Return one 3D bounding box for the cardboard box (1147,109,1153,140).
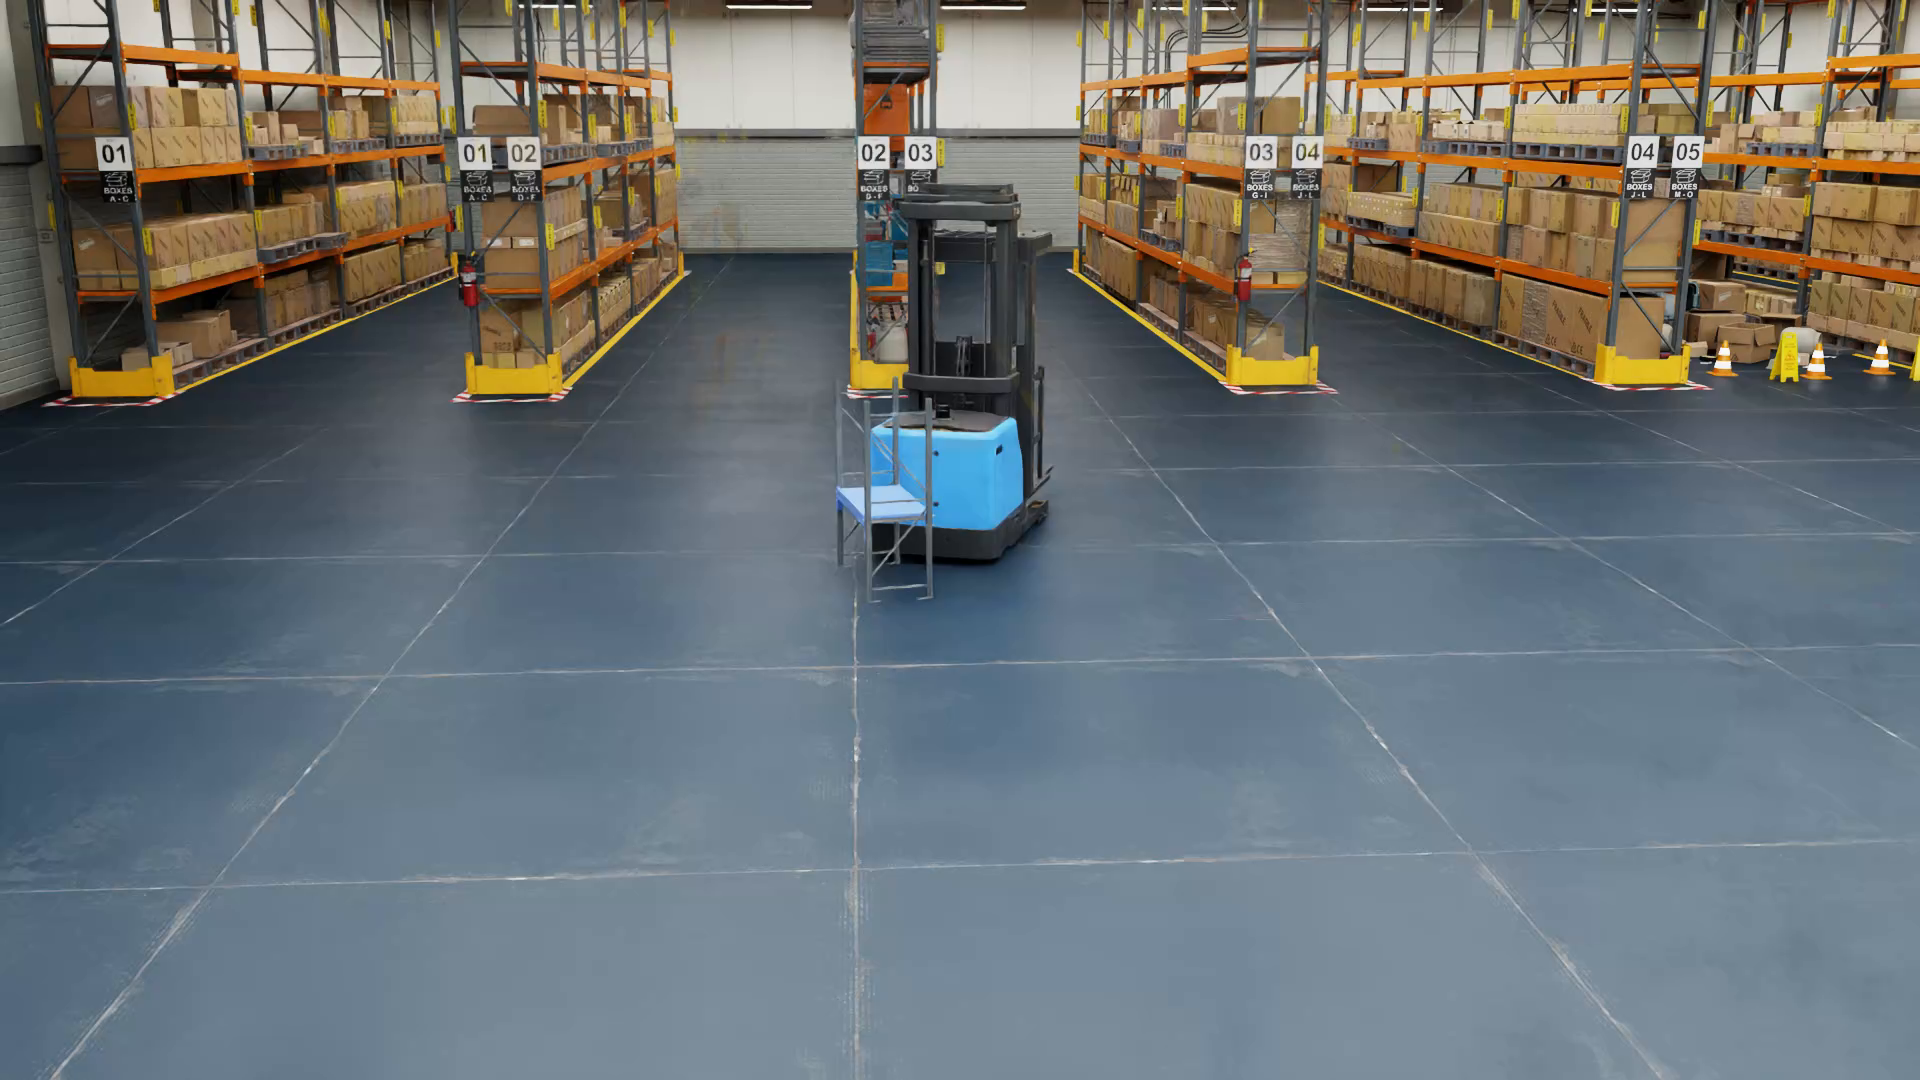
[{"bbox_3d":[3.453,-7.011,28.033,0.500,0.500,0.500,-1,14,-3],"label":"cardboard box"}]

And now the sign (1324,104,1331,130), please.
[{"bbox_3d":[4.690,-5.410,21.259,0.100,0.325,0.005,-1,14,-3],"label":"sign"}]

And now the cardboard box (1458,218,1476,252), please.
[{"bbox_3d":[8.496,-4.997,27.228,0.500,0.500,0.500,-1,14,-3],"label":"cardboard box"}]

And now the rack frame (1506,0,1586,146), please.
[{"bbox_3d":[8.857,-7.477,25.028,1.000,3.000,0.127,-1,14,-3],"label":"rack frame"}]

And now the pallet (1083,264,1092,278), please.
[{"bbox_3d":[3.285,-5.957,36.754,1.003,0.211,1.213,-1,14,-3],"label":"pallet"}]

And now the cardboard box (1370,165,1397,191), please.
[{"bbox_3d":[8.577,-7.354,33.785,0.500,0.500,0.500,-1,14,-2],"label":"cardboard box"}]

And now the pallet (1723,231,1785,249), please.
[{"bbox_3d":[13.707,-5.084,28.149,1.003,0.211,1.213,-1,14,-3],"label":"pallet"}]

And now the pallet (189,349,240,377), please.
[{"bbox_3d":[-10.775,-2.470,23.202,1.003,0.211,1.213,-1,14,-3],"label":"pallet"}]

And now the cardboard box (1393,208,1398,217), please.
[{"bbox_3d":[8.106,-5.975,30.292,0.380,0.149,0.250,0,14,-1],"label":"cardboard box"}]

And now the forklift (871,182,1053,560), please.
[{"bbox_3d":[0.161,-1.586,14.307,1.130,2.935,3.031,4,15,15],"label":"forklift"}]

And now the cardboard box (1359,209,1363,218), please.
[{"bbox_3d":[7.976,-6.344,32.327,0.380,0.149,0.250,-1,14,-3],"label":"cardboard box"}]

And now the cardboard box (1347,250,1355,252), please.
[{"bbox_3d":[8.452,-6.088,35.354,0.380,0.149,0.250,-1,15,-6],"label":"cardboard box"}]

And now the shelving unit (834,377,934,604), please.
[{"bbox_3d":[-0.585,-0.400,12.569,0.538,1.500,1.048,-4,15,-15],"label":"shelving unit"}]

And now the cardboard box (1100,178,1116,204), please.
[{"bbox_3d":[3.110,-7.055,33.625,0.500,0.500,0.500,0,14,-2],"label":"cardboard box"}]

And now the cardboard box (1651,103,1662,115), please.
[{"bbox_3d":[9.388,-5.696,21.986,0.380,0.149,0.250,-1,14,-3],"label":"cardboard box"}]

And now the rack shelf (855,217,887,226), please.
[{"bbox_3d":[-1.662,-6.583,35.034,1.077,0.370,4.000,-1,14,-3],"label":"rack shelf"}]

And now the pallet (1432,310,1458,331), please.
[{"bbox_3d":[8.656,-3.716,28.046,1.003,0.211,1.213,-1,14,-3],"label":"pallet"}]

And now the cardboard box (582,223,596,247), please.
[{"bbox_3d":[-6.051,-4.739,26.225,0.500,0.500,0.500,0,14,1],"label":"cardboard box"}]

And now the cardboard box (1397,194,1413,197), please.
[{"bbox_3d":[8.641,-6.577,32.036,0.380,0.149,0.250,-1,14,-5],"label":"cardboard box"}]

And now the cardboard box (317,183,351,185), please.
[{"bbox_3d":[-11.583,-6.473,30.821,0.500,0.250,0.500,-1,14,-5],"label":"cardboard box"}]

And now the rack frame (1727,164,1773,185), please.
[{"bbox_3d":[18.002,-7.735,38.071,1.000,3.000,0.127,-1,14,-3],"label":"rack frame"}]

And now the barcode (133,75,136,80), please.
[{"bbox_3d":[-11.274,-6.311,22.704,0.001,0.075,0.075,-1,14,-3],"label":"barcode"}]

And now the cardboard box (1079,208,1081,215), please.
[{"bbox_3d":[2.850,-7.290,36.843,0.380,0.149,0.250,-1,14,-3],"label":"cardboard box"}]

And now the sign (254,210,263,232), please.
[{"bbox_3d":[-10.390,-4.720,24.616,0.100,0.325,0.005,-1,14,-3],"label":"sign"}]

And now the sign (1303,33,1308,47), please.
[{"bbox_3d":[7.572,-10.944,36.468,0.100,0.325,0.005,-1,14,-3],"label":"sign"}]

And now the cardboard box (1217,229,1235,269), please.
[{"bbox_3d":[3.991,-3.978,22.669,0.875,0.500,0.500,-1,14,-3],"label":"cardboard box"}]

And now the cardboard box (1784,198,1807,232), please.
[{"bbox_3d":[13.534,-5.181,26.501,0.500,0.500,0.500,-1,14,-4],"label":"cardboard box"}]

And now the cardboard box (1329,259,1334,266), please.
[{"bbox_3d":[8.009,-5.862,35.072,0.380,0.149,0.250,-1,14,-2],"label":"cardboard box"}]

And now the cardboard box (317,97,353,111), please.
[{"bbox_3d":[-11.454,-8.000,30.491,0.500,0.250,0.500,-1,14,-5],"label":"cardboard box"}]

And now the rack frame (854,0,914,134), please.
[{"bbox_3d":[-1.291,-8.344,28.397,1.000,3.000,0.127,-1,14,-3],"label":"rack frame"}]

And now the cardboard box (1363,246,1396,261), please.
[{"bbox_3d":[8.179,-5.597,32.429,0.500,0.250,0.500,0,14,-2],"label":"cardboard box"}]

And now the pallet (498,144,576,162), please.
[{"bbox_3d":[-5.836,-5.264,22.623,1.003,0.211,1.213,-1,14,-3],"label":"pallet"}]

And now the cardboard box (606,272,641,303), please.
[{"bbox_3d":[-5.978,-4.483,29.565,0.500,0.500,0.500,0,14,-1],"label":"cardboard box"}]

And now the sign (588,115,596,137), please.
[{"bbox_3d":[-5.433,-6.119,24.571,0.100,0.325,0.005,-1,14,-3],"label":"sign"}]

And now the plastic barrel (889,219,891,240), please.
[{"bbox_3d":[-0.929,-4.933,26.908,0.433,0.535,0.433,0,14,0],"label":"plastic barrel"}]

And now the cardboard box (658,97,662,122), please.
[{"bbox_3d":[-6.598,-8.962,34.612,0.700,0.500,0.500,-1,14,-3],"label":"cardboard box"}]

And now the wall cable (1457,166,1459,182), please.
[{"bbox_3d":[12.675,-9.567,43.088,0.585,1.953,0.123,-1,14,-3],"label":"wall cable"}]

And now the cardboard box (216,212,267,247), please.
[{"bbox_3d":[-10.928,-4.680,25.111,0.700,0.500,0.500,-1,14,-3],"label":"cardboard box"}]

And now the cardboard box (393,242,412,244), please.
[{"bbox_3d":[-11.658,-6.122,34.674,0.380,0.149,0.250,-1,14,-3],"label":"cardboard box"}]

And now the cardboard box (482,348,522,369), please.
[{"bbox_3d":[-6.067,-2.374,21.909,0.500,0.250,0.500,-1,14,-3],"label":"cardboard box"}]

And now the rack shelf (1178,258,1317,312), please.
[{"bbox_3d":[4.025,-3.675,23.732,1.077,0.370,4.000,-1,14,-3],"label":"rack shelf"}]

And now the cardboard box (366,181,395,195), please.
[{"bbox_3d":[-11.142,-6.734,31.835,0.500,0.250,0.500,-1,14,-2],"label":"cardboard box"}]

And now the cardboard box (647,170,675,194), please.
[{"bbox_3d":[-6.396,-7.653,35.545,0.500,0.500,0.500,0,14,-2],"label":"cardboard box"}]

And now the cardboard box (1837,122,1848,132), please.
[{"bbox_3d":[13.531,-6.243,25.155,0.380,0.149,0.250,0,14,-2],"label":"cardboard box"}]

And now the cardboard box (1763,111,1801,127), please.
[{"bbox_3d":[13.543,-6.895,27.238,0.500,0.250,0.500,-1,14,-3],"label":"cardboard box"}]

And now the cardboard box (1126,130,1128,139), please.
[{"bbox_3d":[3.348,-7.672,31.465,0.380,0.149,0.250,-1,15,-6],"label":"cardboard box"}]

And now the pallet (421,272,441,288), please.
[{"bbox_3d":[-11.474,-5.425,34.686,1.003,0.211,1.213,-1,14,-3],"label":"pallet"}]

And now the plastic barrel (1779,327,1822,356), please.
[{"bbox_3d":[12.400,-2.921,24.530,0.512,0.421,0.421,10,18,35],"label":"plastic barrel"}]

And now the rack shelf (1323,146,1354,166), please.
[{"bbox_3d":[8.238,-8.163,35.157,1.077,0.370,4.000,-1,14,-3],"label":"rack shelf"}]

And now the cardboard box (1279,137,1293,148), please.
[{"bbox_3d":[4.362,-5.171,21.584,0.380,0.149,0.250,-1,14,-4],"label":"cardboard box"}]

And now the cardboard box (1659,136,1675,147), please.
[{"bbox_3d":[9.404,-5.250,21.852,0.380,0.149,0.250,-1,14,-3],"label":"cardboard box"}]

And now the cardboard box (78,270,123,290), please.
[{"bbox_3d":[-10.905,-3.346,21.274,0.500,0.250,0.500,-1,14,-3],"label":"cardboard box"}]

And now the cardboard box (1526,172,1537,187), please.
[{"bbox_3d":[12.833,-7.938,36.652,0.500,0.500,0.500,-1,14,-5],"label":"cardboard box"}]

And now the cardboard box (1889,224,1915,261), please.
[{"bbox_3d":[13.677,-4.251,23.730,0.500,0.500,0.500,-1,14,-4],"label":"cardboard box"}]

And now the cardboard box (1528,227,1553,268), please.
[{"bbox_3d":[8.865,-4.280,24.341,0.875,0.550,0.550,-1,14,-3],"label":"cardboard box"}]

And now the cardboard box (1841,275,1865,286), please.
[{"bbox_3d":[13.540,-3.912,25.079,0.380,0.149,0.250,0,14,-1],"label":"cardboard box"}]

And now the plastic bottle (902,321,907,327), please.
[{"bbox_3d":[-0.850,-3.126,24.739,0.152,0.276,0.135,-1,14,-3],"label":"plastic bottle"}]

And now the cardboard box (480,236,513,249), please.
[{"bbox_3d":[-5.953,-3.828,21.383,0.380,0.149,0.250,-1,14,-4],"label":"cardboard box"}]
